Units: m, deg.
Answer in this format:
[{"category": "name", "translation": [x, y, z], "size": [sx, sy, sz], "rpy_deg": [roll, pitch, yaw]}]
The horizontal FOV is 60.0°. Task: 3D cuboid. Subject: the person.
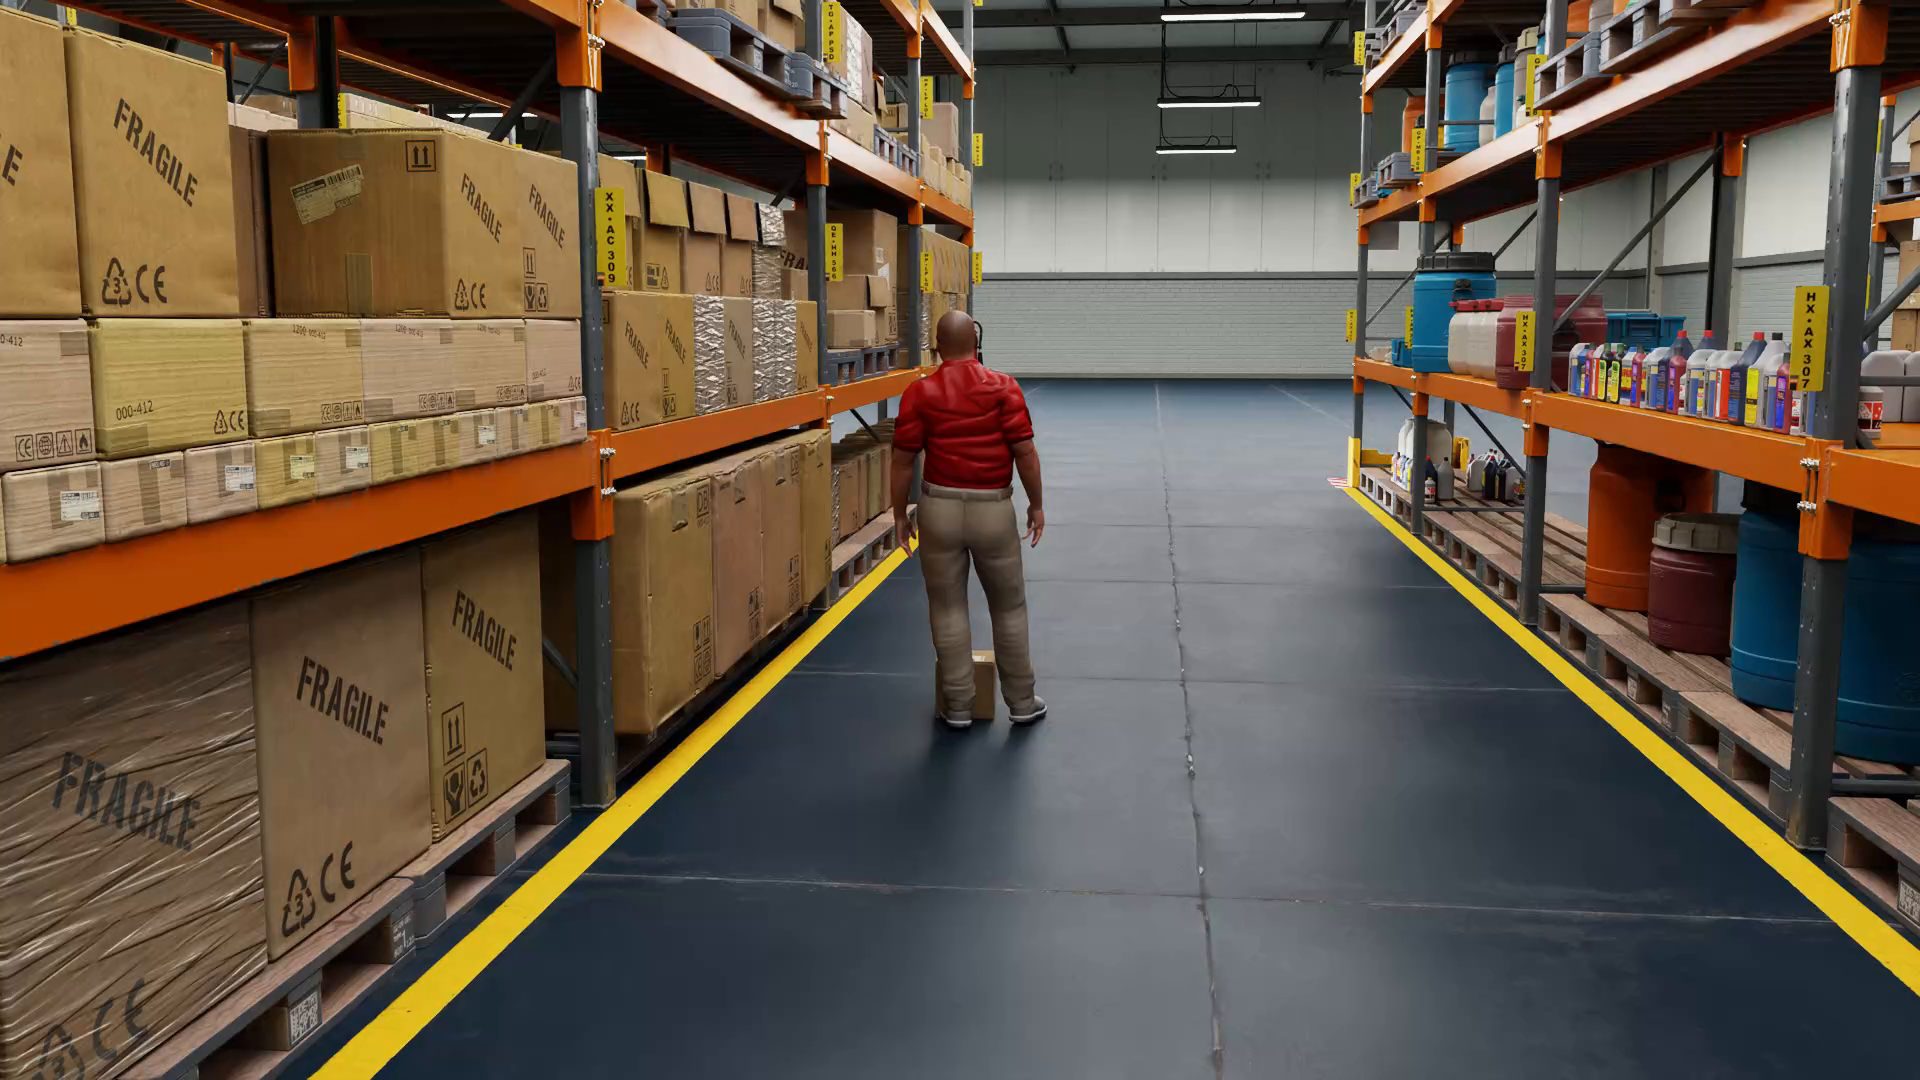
[{"category": "person", "translation": [0.043, -0.086, 6.939], "size": [0.640, 1.727, 0.551], "rpy_deg": [1, 8, 4]}]
